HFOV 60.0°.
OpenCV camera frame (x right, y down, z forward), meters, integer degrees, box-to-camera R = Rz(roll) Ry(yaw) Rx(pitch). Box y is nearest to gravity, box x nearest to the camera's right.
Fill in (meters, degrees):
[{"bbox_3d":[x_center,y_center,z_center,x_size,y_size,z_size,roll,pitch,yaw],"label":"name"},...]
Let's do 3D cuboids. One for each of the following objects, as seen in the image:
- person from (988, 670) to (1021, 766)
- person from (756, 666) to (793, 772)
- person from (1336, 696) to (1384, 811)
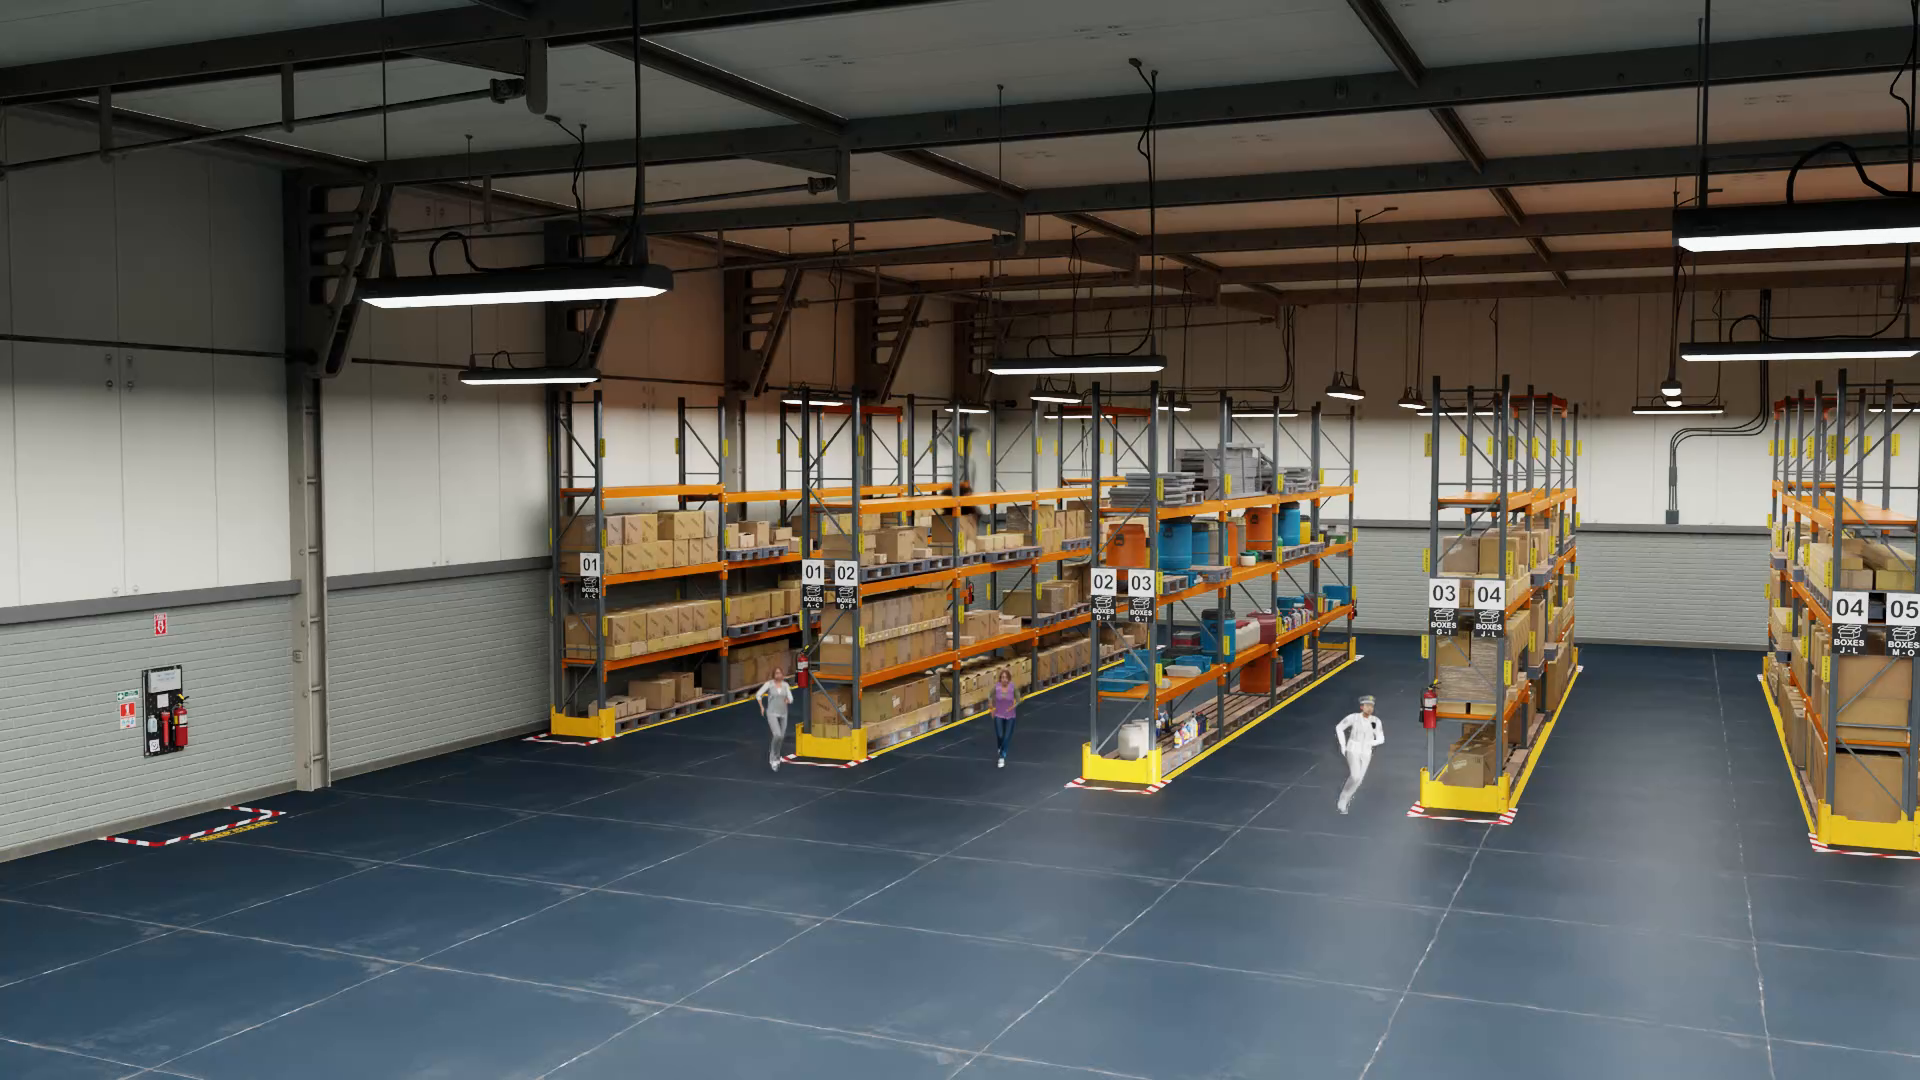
[{"bbox_3d":[0.700,2.790,26.057,0.511,1.541,0.588,0,3,-1],"label":"person"},{"bbox_3d":[-2.851,2.785,25.871,0.507,1.598,0.688,-2,4,-30],"label":"person"},{"bbox_3d":[5.482,2.922,22.753,0.640,1.610,0.624,0,3,-4],"label":"person"}]
